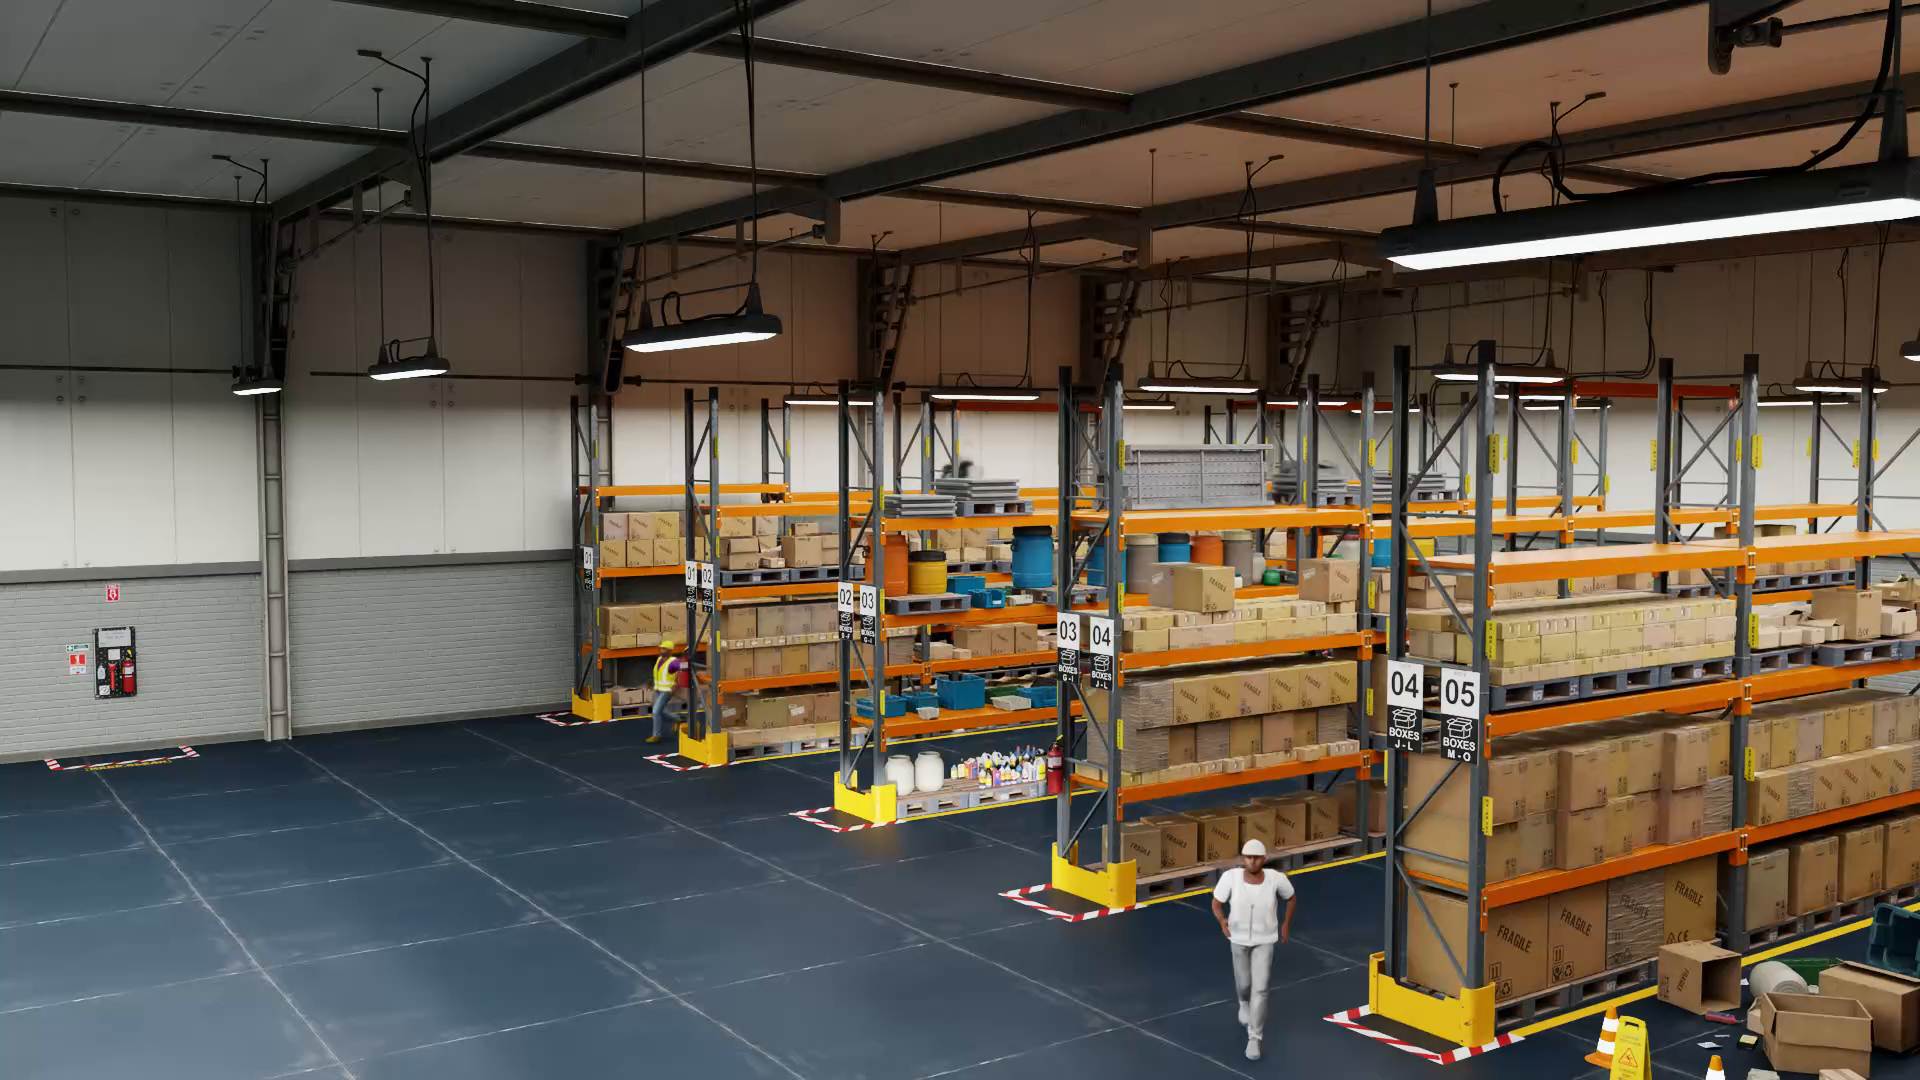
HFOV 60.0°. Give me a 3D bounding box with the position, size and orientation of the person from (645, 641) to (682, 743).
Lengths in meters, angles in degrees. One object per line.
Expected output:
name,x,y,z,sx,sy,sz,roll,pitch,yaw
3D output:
person,-5.054,2.583,28.521,0.723,1.725,0.788,3,5,44

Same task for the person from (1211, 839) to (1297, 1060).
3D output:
person,2.500,3.420,14.204,0.708,1.773,0.936,1,4,15
